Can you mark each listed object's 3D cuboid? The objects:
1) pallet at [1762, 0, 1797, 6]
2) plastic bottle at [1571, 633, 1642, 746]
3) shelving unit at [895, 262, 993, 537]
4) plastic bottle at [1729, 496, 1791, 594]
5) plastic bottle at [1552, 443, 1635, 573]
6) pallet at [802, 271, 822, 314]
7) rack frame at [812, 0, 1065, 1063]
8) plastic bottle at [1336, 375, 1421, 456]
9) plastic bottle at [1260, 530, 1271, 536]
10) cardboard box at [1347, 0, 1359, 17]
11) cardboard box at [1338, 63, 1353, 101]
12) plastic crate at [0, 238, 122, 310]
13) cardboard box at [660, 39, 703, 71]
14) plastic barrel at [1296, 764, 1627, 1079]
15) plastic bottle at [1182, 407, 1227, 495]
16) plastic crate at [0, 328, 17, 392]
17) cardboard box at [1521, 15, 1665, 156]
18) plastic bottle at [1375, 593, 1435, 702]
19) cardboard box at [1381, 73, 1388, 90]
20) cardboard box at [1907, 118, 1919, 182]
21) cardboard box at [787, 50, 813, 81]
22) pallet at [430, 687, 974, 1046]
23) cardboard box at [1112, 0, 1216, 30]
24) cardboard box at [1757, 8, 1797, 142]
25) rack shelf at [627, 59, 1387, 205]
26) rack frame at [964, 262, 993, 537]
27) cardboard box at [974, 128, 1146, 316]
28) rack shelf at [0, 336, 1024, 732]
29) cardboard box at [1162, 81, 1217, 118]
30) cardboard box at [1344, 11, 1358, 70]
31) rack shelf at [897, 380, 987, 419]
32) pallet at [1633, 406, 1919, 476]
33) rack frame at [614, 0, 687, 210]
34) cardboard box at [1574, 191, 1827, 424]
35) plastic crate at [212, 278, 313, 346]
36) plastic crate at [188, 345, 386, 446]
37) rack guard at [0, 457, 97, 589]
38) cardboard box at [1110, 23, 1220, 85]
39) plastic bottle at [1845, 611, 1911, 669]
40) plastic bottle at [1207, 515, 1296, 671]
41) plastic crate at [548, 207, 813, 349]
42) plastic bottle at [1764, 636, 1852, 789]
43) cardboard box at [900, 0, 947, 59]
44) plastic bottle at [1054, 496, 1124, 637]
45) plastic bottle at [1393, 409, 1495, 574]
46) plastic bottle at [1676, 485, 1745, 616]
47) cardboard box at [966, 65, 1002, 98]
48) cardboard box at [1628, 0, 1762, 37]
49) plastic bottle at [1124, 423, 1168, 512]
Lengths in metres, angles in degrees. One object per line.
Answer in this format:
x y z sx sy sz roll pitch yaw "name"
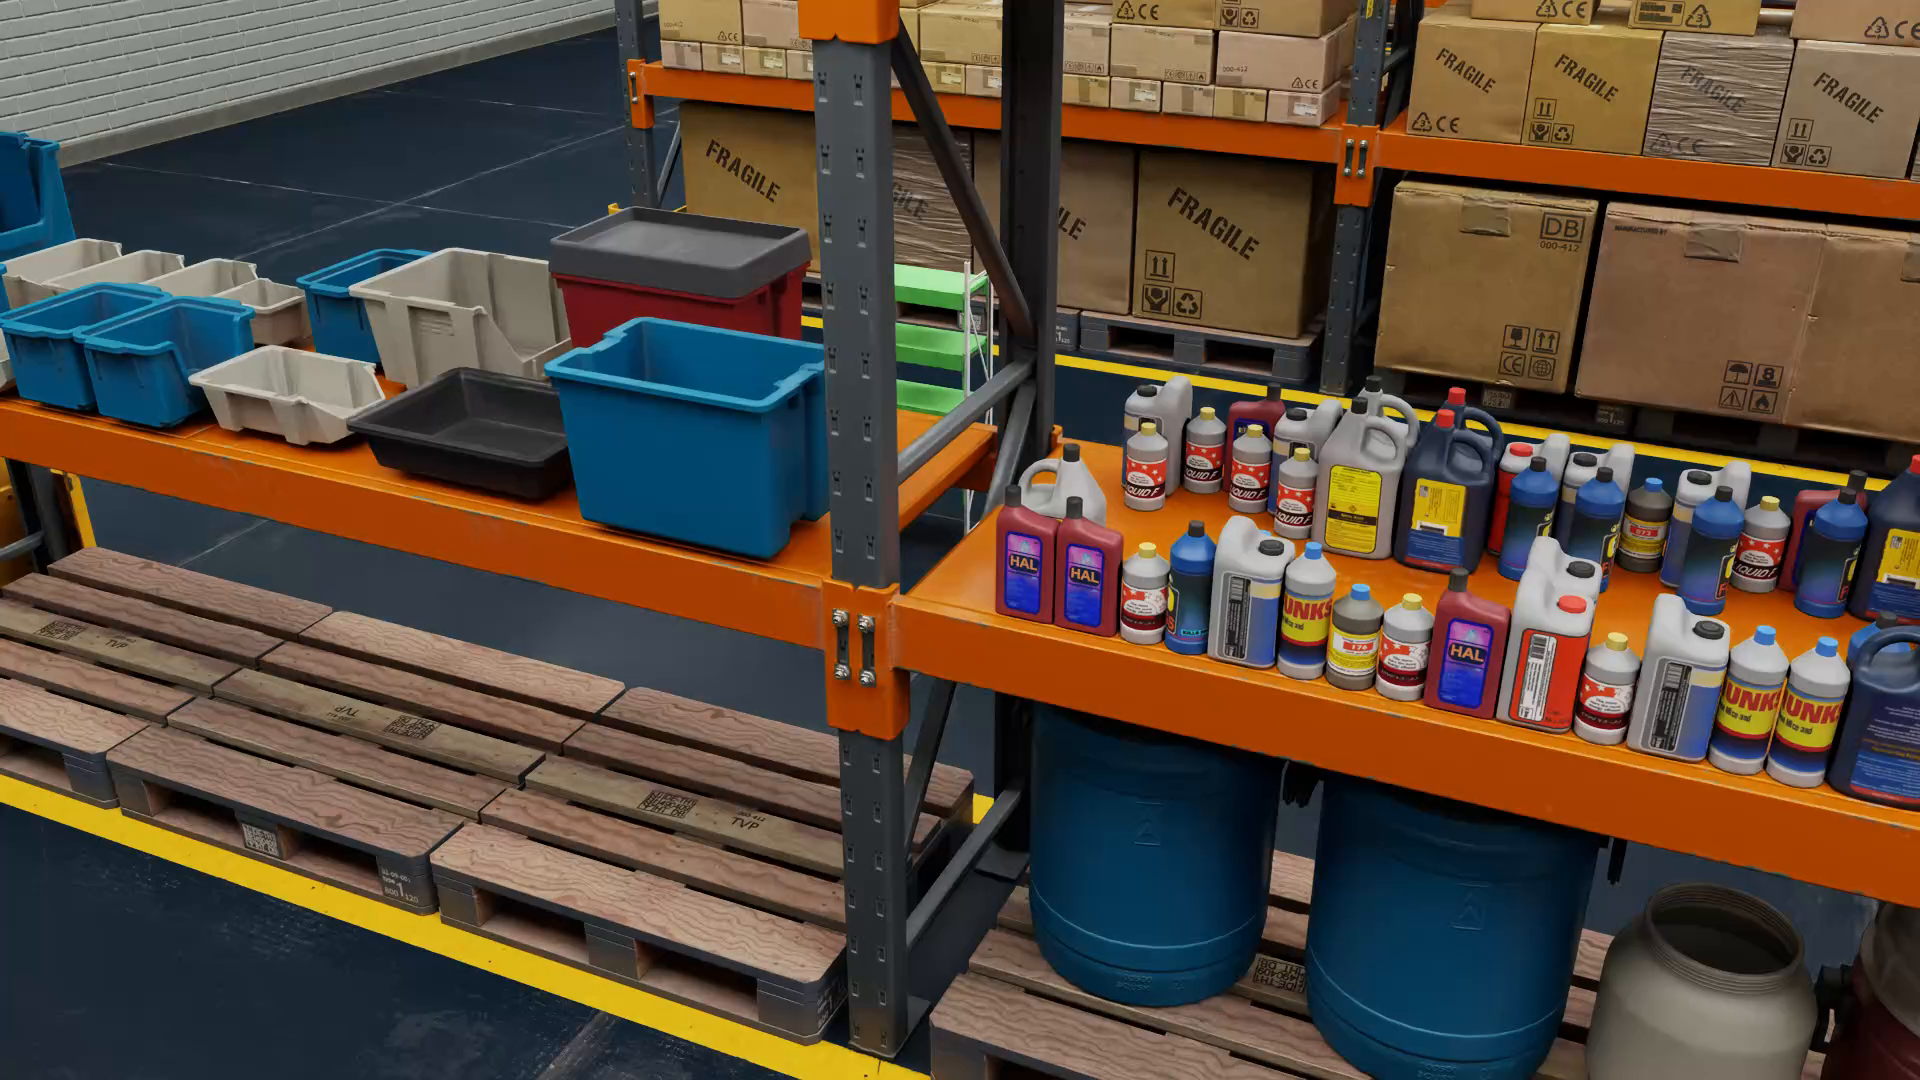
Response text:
6.002 -3.758 11.205 1.213 0.211 1.003 11 28 22 "pallet"
1.185 0.265 3.040 0.097 0.201 0.097 0 26 0 "plastic bottle"
-0.151 -0.569 6.546 0.503 1.200 0.258 11 28 22 "shelving unit"
1.719 0.004 3.570 0.097 0.201 0.097 0 26 0 "plastic bottle"
1.391 -0.082 3.660 0.135 0.276 0.152 11 28 22 "plastic bottle"
-0.847 -1.620 9.802 1.213 0.211 1.003 11 28 22 "pallet"
-0.016 -0.263 3.888 0.127 3.000 1.000 11 28 22 "rack frame"
0.956 -0.204 3.825 0.185 0.351 0.144 11 28 22 "plastic bottle"
0.616 0.077 3.422 0.097 0.201 0.097 0 26 0 "plastic bottle"
1.704 -2.848 8.122 0.500 0.500 0.500 11 28 22 "cardboard box"
1.903 -2.330 8.370 0.250 0.149 0.380 11 28 22 "cardboard box"
-2.840 -0.827 5.264 0.243 0.136 0.396 11 28 22 "plastic crate"
-1.420 -2.676 9.073 0.250 0.149 0.380 12 29 22 "cardboard box"
1.117 0.726 3.780 0.708 0.901 0.600 11 28 22 "plastic barrel"
0.594 -0.222 4.029 0.097 0.201 0.097 0 26 0 "plastic bottle"
-2.693 -0.510 4.620 0.298 0.136 0.250 11 28 22 "plastic crate"
2.808 -2.023 7.350 0.500 0.500 0.500 11 28 22 "cardboard box"
0.852 0.199 3.176 0.097 0.201 0.097 0 26 0 "plastic bottle"
3.269 -3.441 12.421 0.250 0.149 0.380 11 28 21 "cardboard box"
4.198 -1.746 6.787 0.500 0.500 0.500 10 28 20 "cardboard box"
-0.715 -2.535 8.788 0.250 0.149 0.380 11 28 21 "cardboard box"
-0.701 0.869 4.746 1.213 0.211 1.003 11 28 22 "pallet"
1.051 -2.727 7.877 0.500 0.500 0.500 12 29 22 "cardboard box"
3.499 -2.138 7.583 0.500 0.500 0.500 11 28 21 "cardboard box"
0.214 -2.298 8.835 4.000 0.370 1.077 11 28 22 "rack shelf"
0.071 -0.524 6.456 0.015 1.200 0.240 11 28 22 "rack frame"
0.647 -1.807 8.955 0.875 0.875 0.875 11 28 22 "cardboard box"
-1.836 -0.306 4.790 4.000 0.370 1.077 11 28 22 "rack shelf"
1.153 -2.160 8.025 0.250 0.149 0.380 11 28 21 "cardboard box"
1.715 -2.512 8.289 0.500 0.250 0.500 11 28 21 "cardboard box"
-0.151 -0.511 6.575 0.480 0.148 0.258 11 28 22 "rack shelf"
3.883 -0.670 7.872 1.213 0.211 1.003 11 28 22 "pallet"
-1.607 -2.986 9.419 0.127 3.000 1.000 11 28 22 "rack frame"
3.439 -1.218 7.757 0.875 0.875 1.225 10 28 20 "cardboard box"
-2.041 -0.680 4.966 0.250 0.136 0.298 11 28 22 "plastic crate"
-1.725 -0.369 4.335 0.466 0.136 0.293 11 28 22 "plastic crate"
-3.684 0.128 5.924 0.348 0.500 1.175 11 28 22 "rack guard"
1.052 -2.390 8.041 0.500 0.250 0.500 12 29 23 "cardboard box"
1.633 0.254 2.984 0.097 0.271 0.097 0 26 0 "plastic bottle"
0.581 0.097 3.297 0.135 0.276 0.152 11 28 22 "plastic bottle"
-0.725 -0.583 4.397 0.583 0.464 0.402 11 28 22 "plastic crate"
1.485 0.294 2.902 0.097 0.271 0.097 0 26 0 "plastic bottle"
-0.350 -2.670 8.610 0.500 0.250 0.500 10 28 20 "cardboard box"
0.263 0.052 3.380 0.133 0.283 0.061 11 28 22 "plastic bottle"
1.065 -0.113 3.639 0.185 0.351 0.144 11 28 22 "plastic bottle"
1.567 0.016 3.467 0.097 0.271 0.097 0 26 0 "plastic bottle"
0.220 -2.348 8.407 0.250 0.149 0.380 12 29 23 "cardboard box"
3.239 -2.506 7.195 0.637 0.503 0.797 12 29 22 "cardboard box"
0.442 -0.178 3.941 0.097 0.201 0.097 0 26 0 "plastic bottle"
